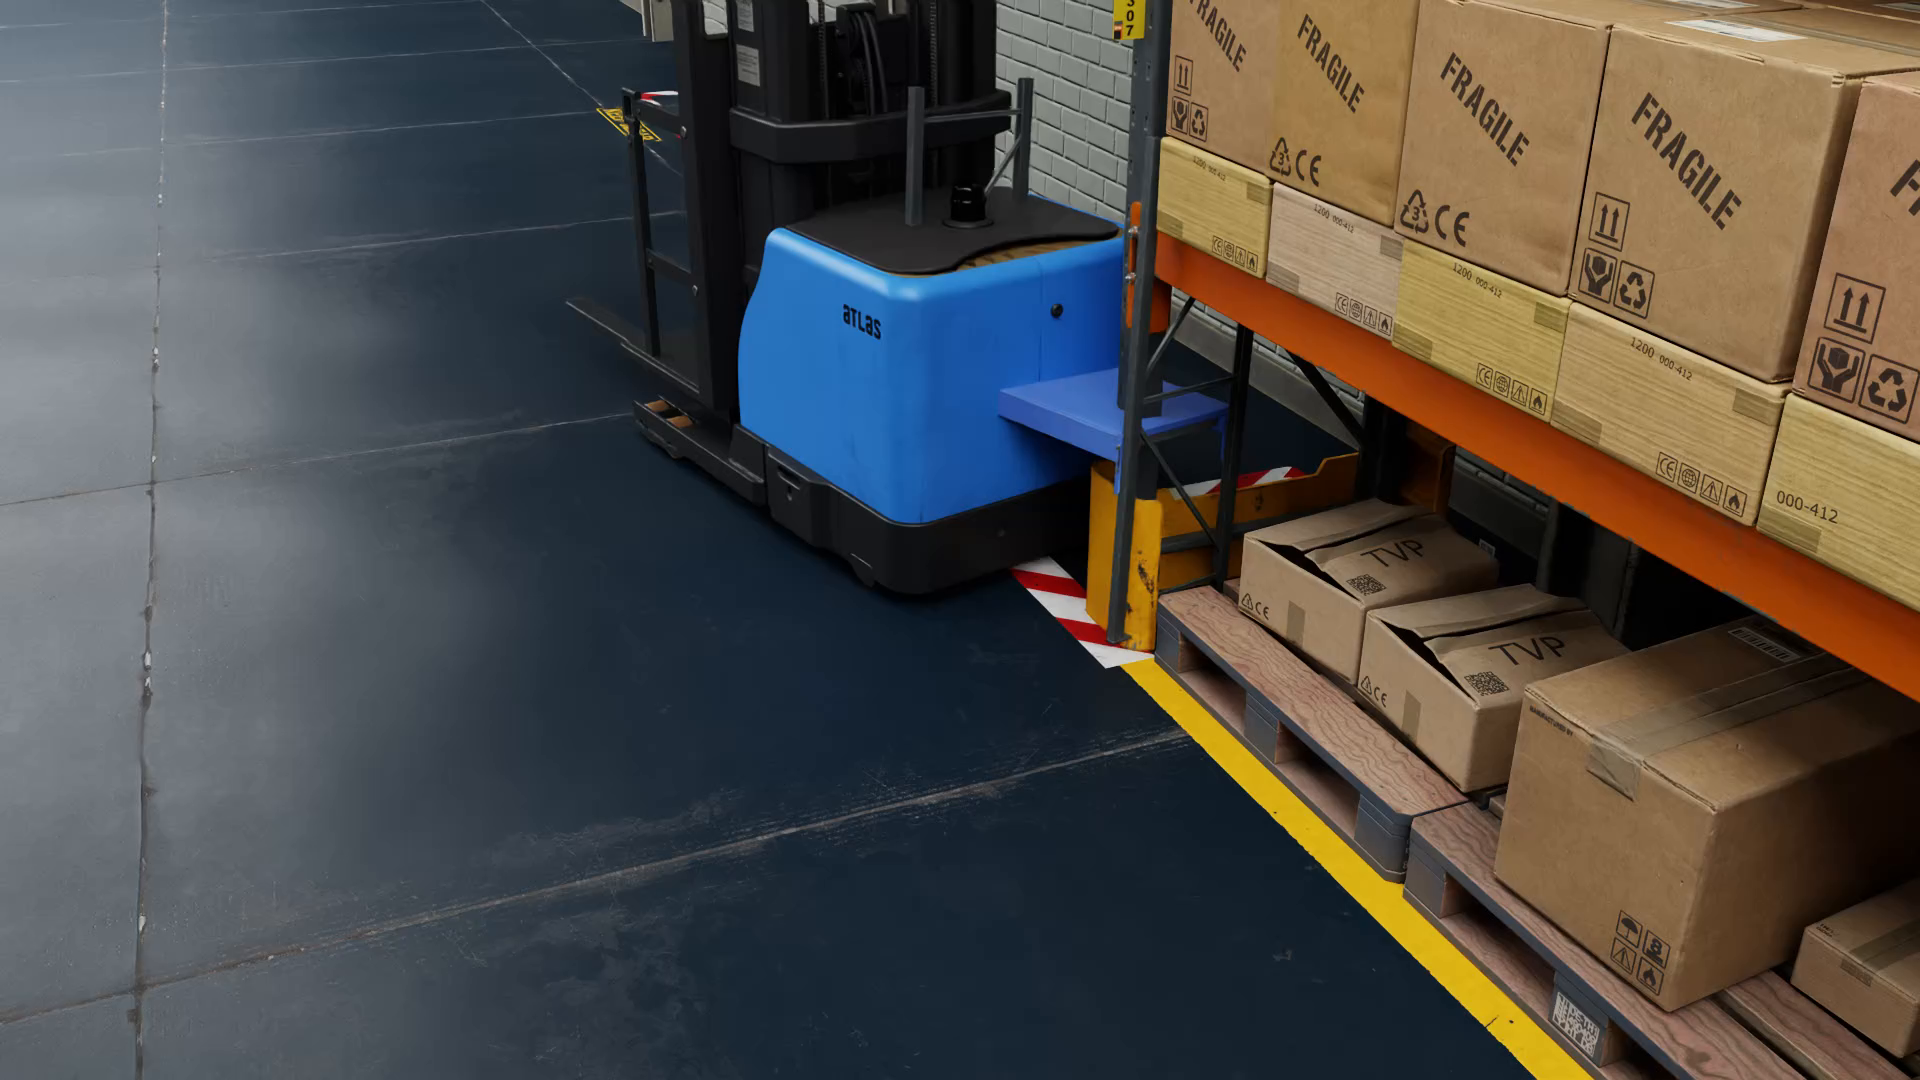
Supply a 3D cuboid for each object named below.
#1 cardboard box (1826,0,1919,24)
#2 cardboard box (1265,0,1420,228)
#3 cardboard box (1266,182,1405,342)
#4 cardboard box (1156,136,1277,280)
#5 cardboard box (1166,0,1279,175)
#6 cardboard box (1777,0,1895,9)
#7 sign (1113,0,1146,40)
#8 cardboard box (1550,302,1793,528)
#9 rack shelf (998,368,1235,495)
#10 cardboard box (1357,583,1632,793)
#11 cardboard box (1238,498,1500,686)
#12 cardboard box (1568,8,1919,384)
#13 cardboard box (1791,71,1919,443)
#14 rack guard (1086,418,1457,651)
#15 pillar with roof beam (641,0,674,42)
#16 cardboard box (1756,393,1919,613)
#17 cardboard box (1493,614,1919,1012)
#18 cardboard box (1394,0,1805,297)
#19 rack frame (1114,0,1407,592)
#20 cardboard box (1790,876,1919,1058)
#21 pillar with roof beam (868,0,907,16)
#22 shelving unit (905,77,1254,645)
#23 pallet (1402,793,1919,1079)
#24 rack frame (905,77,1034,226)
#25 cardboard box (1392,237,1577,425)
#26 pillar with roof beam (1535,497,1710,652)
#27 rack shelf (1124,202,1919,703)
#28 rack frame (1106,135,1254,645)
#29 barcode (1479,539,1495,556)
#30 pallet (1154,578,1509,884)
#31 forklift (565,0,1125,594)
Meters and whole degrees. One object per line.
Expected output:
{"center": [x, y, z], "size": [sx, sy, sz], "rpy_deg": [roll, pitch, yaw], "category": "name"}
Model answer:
{"center": [1.928, -0.709, 3.077], "size": [0.500, 0.500, 0.500], "rpy_deg": [-10, 28, -20], "category": "cardboard box"}
{"center": [1.051, -1.033, 3.741], "size": [0.500, 0.500, 0.500], "rpy_deg": [-10, 28, -20], "category": "cardboard box"}
{"center": [1.071, -0.683, 3.879], "size": [0.500, 0.250, 0.500], "rpy_deg": [-11, 28, -22], "category": "cardboard box"}
{"center": [0.855, -0.891, 4.303], "size": [0.500, 0.250, 0.500], "rpy_deg": [-11, 28, -22], "category": "cardboard box"}
{"center": [0.866, -1.235, 4.153], "size": [0.500, 0.500, 0.500], "rpy_deg": [-11, 28, -21], "category": "cardboard box"}
{"center": [1.731, -0.912, 3.493], "size": [0.500, 0.500, 0.500], "rpy_deg": [-11, 28, -22], "category": "cardboard box"}
{"center": [0.457, -1.496, 4.409], "size": [0.100, 0.325, 0.005], "rpy_deg": [-11, 28, -21], "category": "sign"}
{"center": [1.461, -0.272, 3.037], "size": [0.500, 0.250, 0.500], "rpy_deg": [-10, 28, -20], "category": "cardboard box"}
{"center": [0.334, -0.432, 5.282], "size": [0.538, 0.185, 1.000], "rpy_deg": [-16, 29, -37], "category": "rack shelf"}
{"center": [1.367, 0.335, 4.208], "size": [0.500, 0.311, 0.500], "rpy_deg": [-8, 27, -16], "category": "cardboard box"}
{"center": [1.144, 0.105, 4.680], "size": [0.500, 0.311, 0.500], "rpy_deg": [-14, 29, -26], "category": "cardboard box"}
{"center": [1.460, -0.617, 2.889], "size": [0.500, 0.500, 0.500], "rpy_deg": [-10, 28, -19], "category": "cardboard box"}
{"center": [1.665, -0.408, 2.459], "size": [0.500, 0.500, 0.500], "rpy_deg": [-11, 28, -22], "category": "cardboard box"}
{"center": [0.986, -0.047, 5.276], "size": [1.175, 0.500, 0.348], "rpy_deg": [-11, 28, -21], "category": "rack guard"}
{"center": [-6.635, -7.867, 11.606], "size": [9.100, 9.000, 0.400], "rpy_deg": [-11, 28, -21], "category": "pillar with roof beam"}
{"center": [1.659, -0.069, 2.621], "size": [0.500, 0.250, 0.500], "rpy_deg": [-11, 28, -21], "category": "cardboard box"}
{"center": [1.609, 0.555, 3.543], "size": [0.700, 0.500, 0.500], "rpy_deg": [-12, 29, -24], "category": "cardboard box"}
{"center": [1.247, -0.824, 3.312], "size": [0.500, 0.500, 0.500], "rpy_deg": [-12, 28, -22], "category": "cardboard box"}
{"center": [0.956, -1.200, 4.790], "size": [1.000, 3.000, 0.127], "rpy_deg": [-11, 28, -21], "category": "rack frame"}
{"center": [1.914, 0.849, 3.341], "size": [0.380, 0.149, 0.250], "rpy_deg": [-13, 29, -25], "category": "cardboard box"}
{"center": [-4.285, -5.445, 6.645], "size": [9.100, 9.000, 0.400], "rpy_deg": [-11, 28, -21], "category": "pillar with roof beam"}
{"center": [0.340, -0.598, 5.212], "size": [0.538, 1.500, 1.048], "rpy_deg": [-16, 29, -37], "category": "shelving unit"}
{"center": [1.745, 0.909, 3.648], "size": [1.003, 0.211, 1.213], "rpy_deg": [-11, 28, -21], "category": "pallet"}
{"center": [0.012, -0.761, 5.564], "size": [0.500, 1.500, 0.032], "rpy_deg": [-16, 29, -37], "category": "rack frame"}
{"center": [1.265, -0.477, 3.456], "size": [0.500, 0.250, 0.500], "rpy_deg": [-11, 28, -21], "category": "cardboard box"}
{"center": [-1.935, -3.023, 1.684], "size": [9.100, 9.000, 0.400], "rpy_deg": [-11, 28, -21], "category": "pillar with roof beam"}
{"center": [1.739, -0.070, 3.294], "size": [1.077, 0.370, 4.000], "rpy_deg": [-11, 28, -21], "category": "rack shelf"}
{"center": [0.668, -0.435, 4.859], "size": [0.500, 1.500, 0.032], "rpy_deg": [-16, 29, -37], "category": "rack frame"}
{"center": [1.519, 0.039, 4.803], "size": [0.001, 0.075, 0.075], "rpy_deg": [-11, 28, -21], "category": "barcode"}
{"center": [1.271, 0.417, 4.655], "size": [1.003, 0.211, 1.213], "rpy_deg": [-11, 28, -21], "category": "pallet"}
{"center": [-0.620, -1.737, 5.967], "size": [1.130, 2.935, 3.031], "rpy_deg": [-17, 31, -31], "category": "forklift"}
